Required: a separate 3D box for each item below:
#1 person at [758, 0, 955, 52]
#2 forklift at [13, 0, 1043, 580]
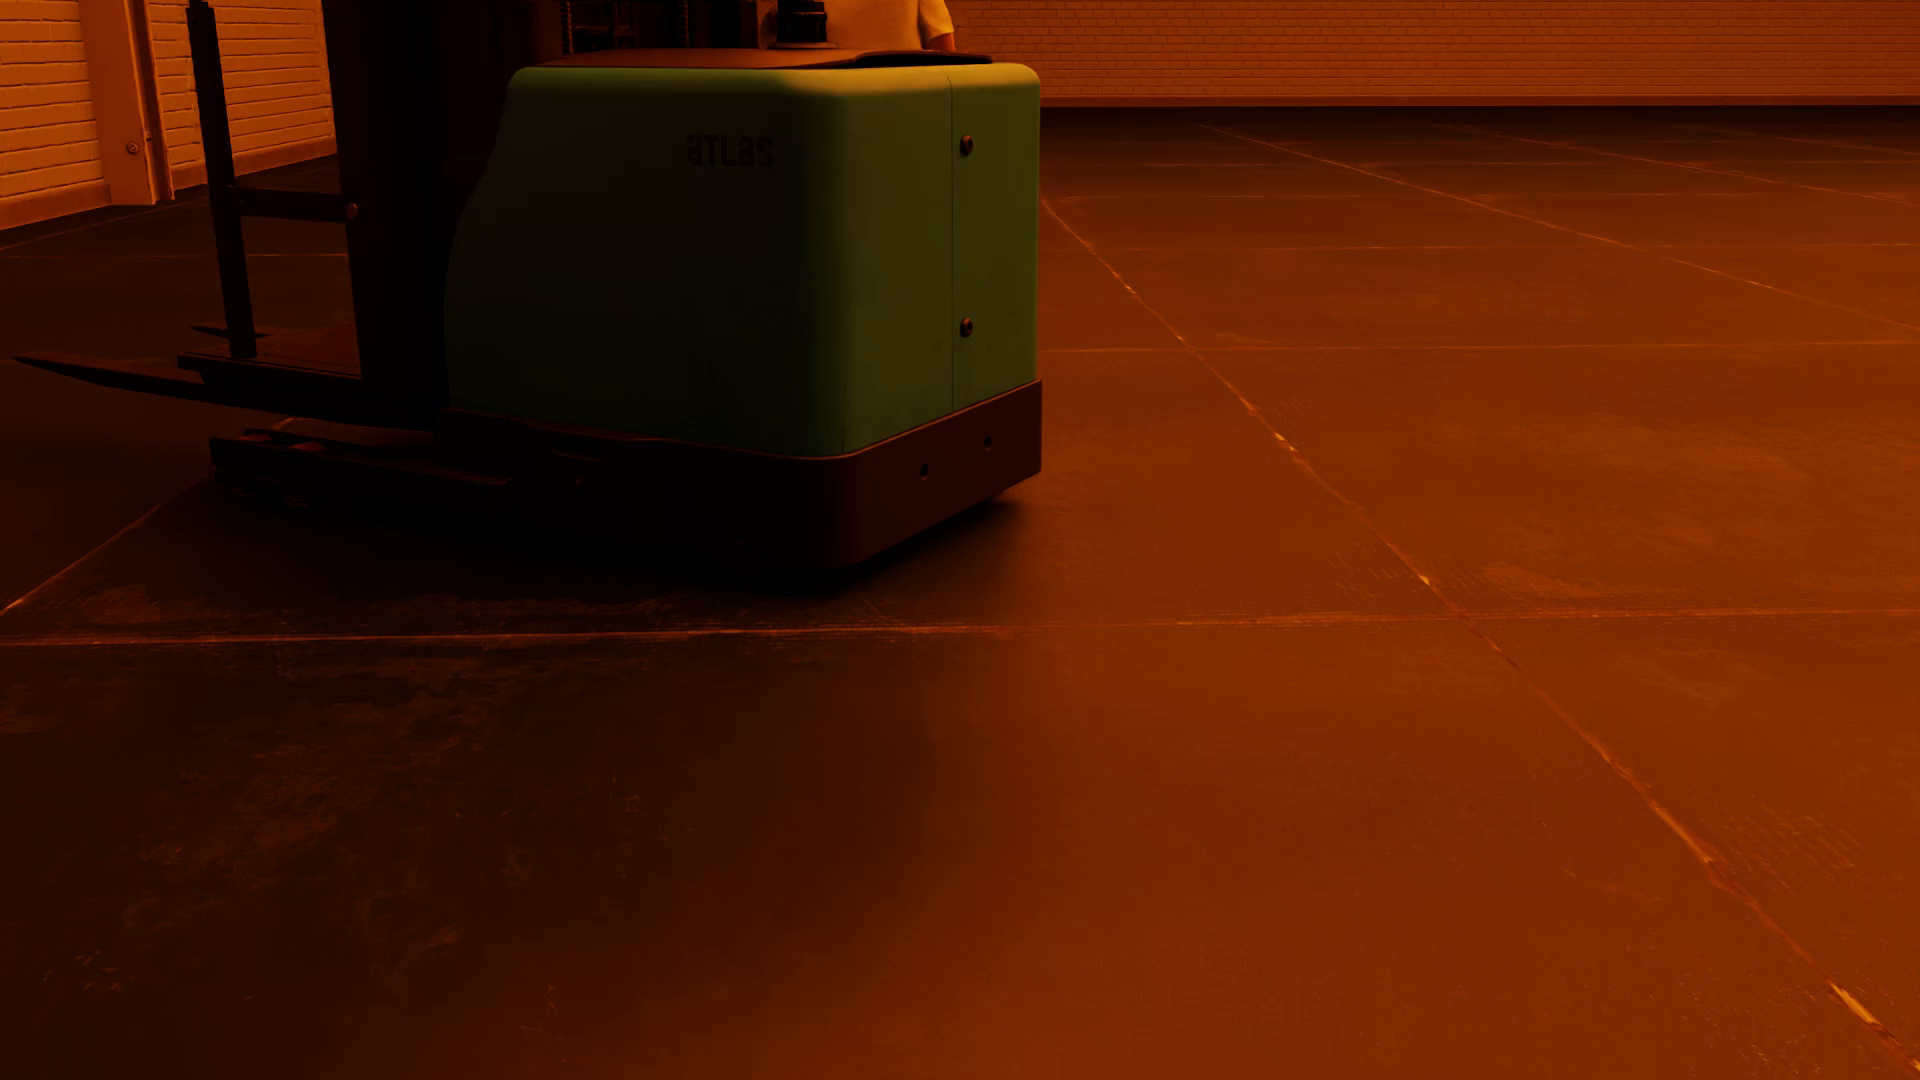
[{"bbox_3d":[-0.384,-1.049,4.610,0.829,1.504,0.966,-6,18,-19],"label":"person"},{"bbox_3d":[-1.333,-1.607,4.159,3.031,2.935,1.130,9,19,28],"label":"forklift"}]
